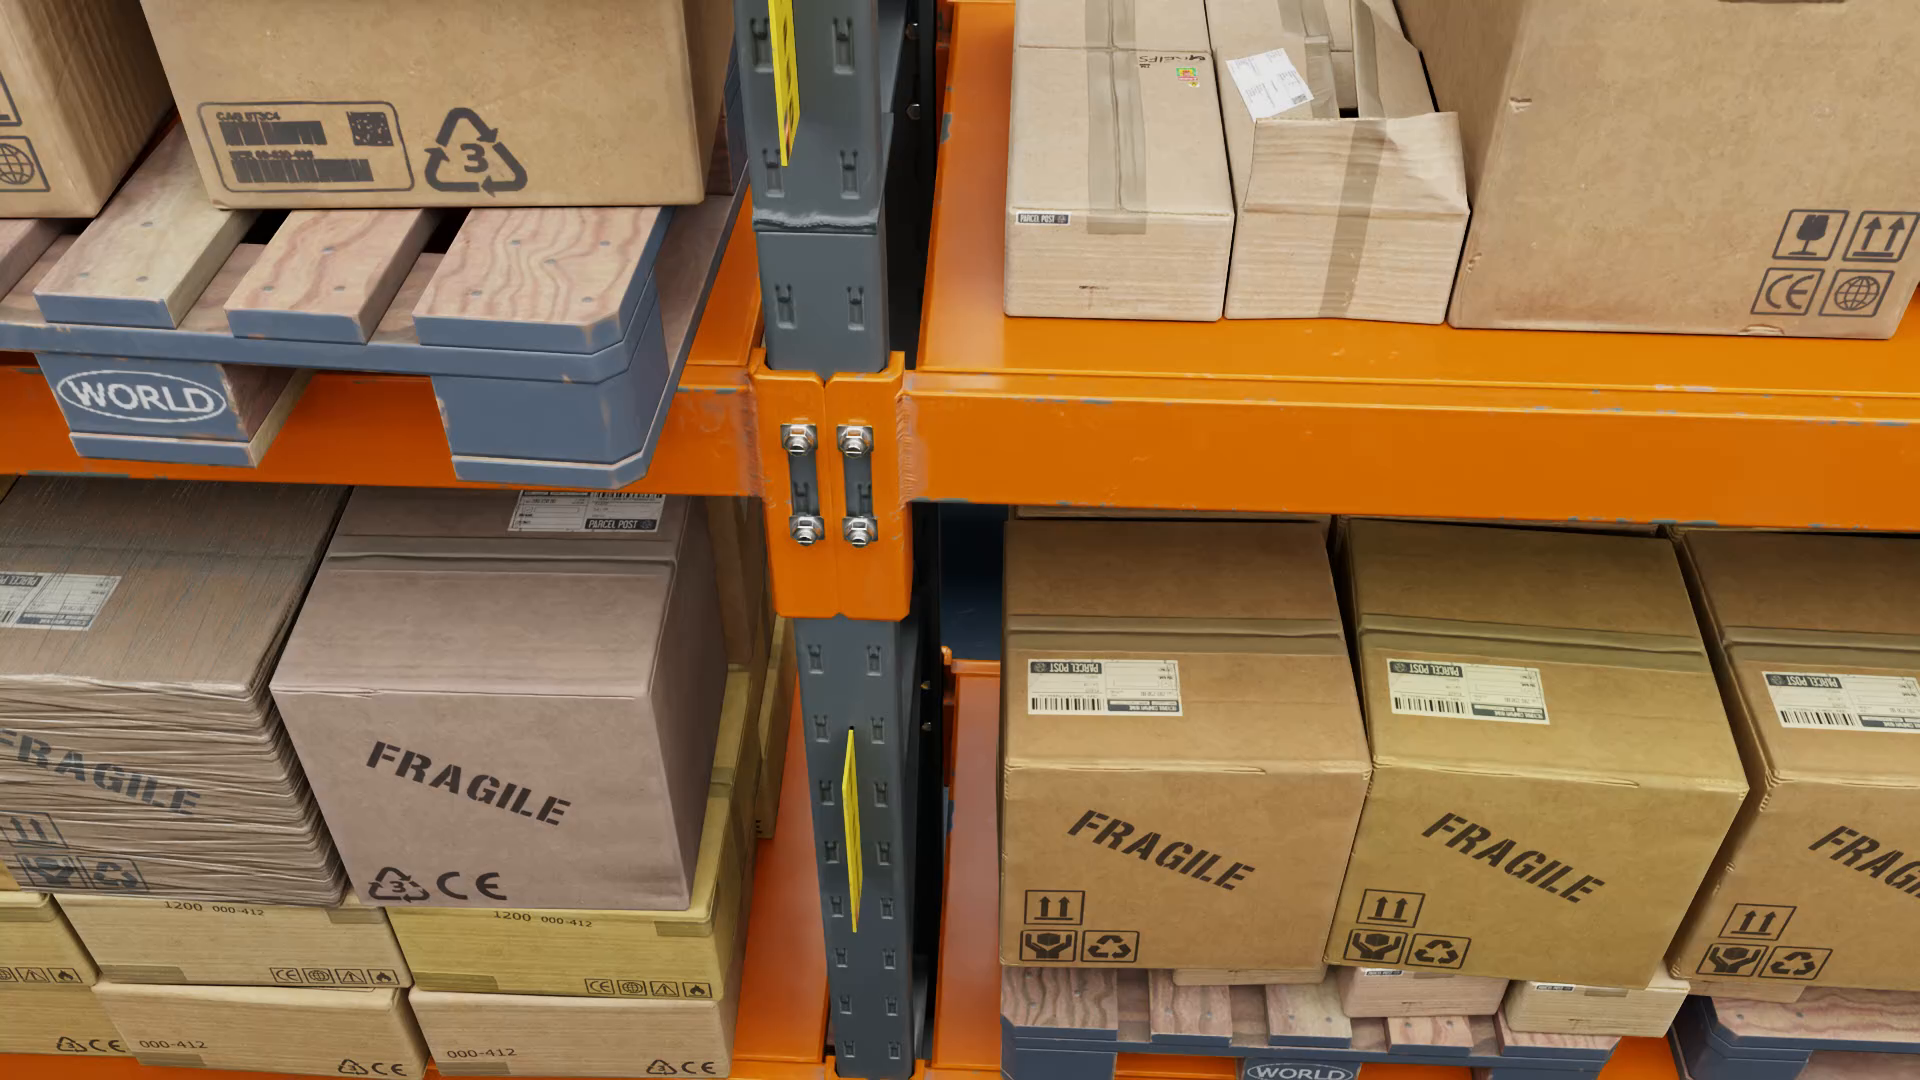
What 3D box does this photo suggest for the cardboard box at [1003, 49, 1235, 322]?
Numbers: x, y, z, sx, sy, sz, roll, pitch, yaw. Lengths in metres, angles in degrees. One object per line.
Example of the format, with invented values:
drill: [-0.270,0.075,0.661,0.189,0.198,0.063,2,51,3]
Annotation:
cardboard box: [0.183,-0.433,1.998,0.250,0.149,0.380,2,43,2]

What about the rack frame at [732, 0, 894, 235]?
rack frame: [-0.124,-1.748,1.025,0.127,3.000,1.000,2,43,2]

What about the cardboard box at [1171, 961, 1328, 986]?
cardboard box: [0.473,0.553,2.832,0.250,0.149,0.380,-1,43,-1]

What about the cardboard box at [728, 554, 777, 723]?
cardboard box: [-0.619,0.135,3.147,0.500,0.250,0.500,1,43,2]

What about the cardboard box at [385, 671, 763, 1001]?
cardboard box: [-0.619,0.477,2.780,0.500,0.250,0.500,2,43,2]

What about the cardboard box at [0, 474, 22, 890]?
cardboard box: [-1.661,0.177,2.553,0.500,0.500,0.500,2,43,2]

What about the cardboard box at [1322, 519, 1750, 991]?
cardboard box: [0.836,0.331,2.595,0.500,0.500,0.500,4,43,4]

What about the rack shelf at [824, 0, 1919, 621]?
rack shelf: [1.874,-0.326,2.226,4.000,0.370,1.077,2,43,2]

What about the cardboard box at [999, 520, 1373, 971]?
cardboard box: [0.315,0.319,2.607,0.500,0.500,0.500,1,43,1]

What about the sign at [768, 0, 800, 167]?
sign: [-0.157,-0.491,1.438,0.005,0.325,0.100,2,43,2]

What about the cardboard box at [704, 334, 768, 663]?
cardboard box: [-0.606,-0.137,2.890,0.500,0.500,0.500,0,43,0]

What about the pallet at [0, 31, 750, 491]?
pallet: [-0.770,-0.565,2.094,1.003,0.211,1.213,4,43,4]

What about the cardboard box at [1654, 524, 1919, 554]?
cardboard box: [1.364,-0.004,2.954,0.500,0.500,0.500,-1,43,-1]

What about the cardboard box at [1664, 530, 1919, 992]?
cardboard box: [1.367,0.342,2.582,0.500,0.500,0.500,2,43,3]

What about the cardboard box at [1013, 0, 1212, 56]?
cardboard box: [0.200,-0.692,2.276,0.250,0.149,0.380,2,43,2]

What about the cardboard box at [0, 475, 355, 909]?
cardboard box: [-1.165,0.197,2.531,0.500,0.500,0.500,2,43,3]

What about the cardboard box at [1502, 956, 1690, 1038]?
cardboard box: [1.018,0.616,2.765,0.250,0.149,0.380,2,43,2]

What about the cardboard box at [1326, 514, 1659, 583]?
cardboard box: [0.860,-0.019,2.970,0.500,0.500,0.500,1,43,1]

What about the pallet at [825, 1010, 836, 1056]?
pallet: [-0.908,1.392,4.101,1.213,0.211,1.003,2,43,2]

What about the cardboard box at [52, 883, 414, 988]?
cardboard box: [-1.132,0.464,2.795,0.500,0.250,0.500,1,43,1]

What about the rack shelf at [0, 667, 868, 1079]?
rack shelf: [-2.122,0.649,3.381,4.000,0.370,1.077,2,43,2]

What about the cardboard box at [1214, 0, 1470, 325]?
cardboard box: [0.438,-0.468,1.950,0.258,0.266,0.396,2,43,2]

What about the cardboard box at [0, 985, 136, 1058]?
cardboard box: [-1.654,0.632,2.981,0.500,0.250,0.500,1,43,1]

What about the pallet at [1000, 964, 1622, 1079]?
pallet: [0.593,0.467,3.189,1.003,0.211,1.213,2,43,2]

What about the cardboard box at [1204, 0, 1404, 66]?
cardboard box: [0.449,-0.690,2.274,0.250,0.149,0.380,2,43,2]

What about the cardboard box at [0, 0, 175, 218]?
cardboard box: [-1.122,-0.742,1.764,0.500,0.500,0.700,0,43,0]

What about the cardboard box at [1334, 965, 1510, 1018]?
cardboard box: [0.744,0.593,2.789,0.250,0.149,0.380,-1,43,-1]

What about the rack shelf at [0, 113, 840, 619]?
rack shelf: [-2.122,-0.449,2.358,4.000,0.370,1.077,2,43,2]

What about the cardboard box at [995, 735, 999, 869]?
cardboard box: [0.192,0.522,2.865,0.250,0.149,0.380,-1,43,-1]

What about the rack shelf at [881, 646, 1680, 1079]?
rack shelf: [1.874,0.772,3.249,4.000,0.370,1.077,2,43,2]

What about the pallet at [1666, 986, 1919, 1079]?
pallet: [1.855,0.550,3.100,1.213,0.211,1.003,2,43,2]

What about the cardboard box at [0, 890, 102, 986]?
cardboard box: [-1.644,0.462,2.797,0.500,0.250,0.500,1,43,1]

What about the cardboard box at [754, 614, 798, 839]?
cardboard box: [-0.602,0.316,3.321,0.500,0.250,0.500,1,43,1]

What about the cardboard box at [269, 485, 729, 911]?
cardboard box: [-0.652,0.207,2.520,0.500,0.500,0.500,1,43,1]

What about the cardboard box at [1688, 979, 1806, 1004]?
cardboard box: [1.263,0.570,2.814,0.250,0.149,0.380,4,43,4]

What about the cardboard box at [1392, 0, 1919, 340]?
cardboard box: [0.822,-0.651,1.974,0.500,0.500,0.700,2,43,2]

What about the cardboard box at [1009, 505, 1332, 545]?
cardboard box: [0.343,-0.027,2.979,0.500,0.500,0.500,1,43,1]

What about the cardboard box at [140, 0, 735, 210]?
cardboard box: [-0.508,-0.751,1.771,0.637,0.503,0.797,-1,43,-1]

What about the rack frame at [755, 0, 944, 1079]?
rack frame: [-0.124,0.447,3.070,0.127,3.000,1.000,2,43,2]

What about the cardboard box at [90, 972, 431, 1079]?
cardboard box: [-1.152,0.658,2.953,0.500,0.250,0.500,2,43,3]

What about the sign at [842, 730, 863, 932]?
sign: [-0.146,0.401,2.269,0.005,0.325,0.100,2,43,2]

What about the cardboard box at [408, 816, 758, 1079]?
cardboard box: [-0.641,0.663,2.948,0.500,0.250,0.500,0,43,0]
